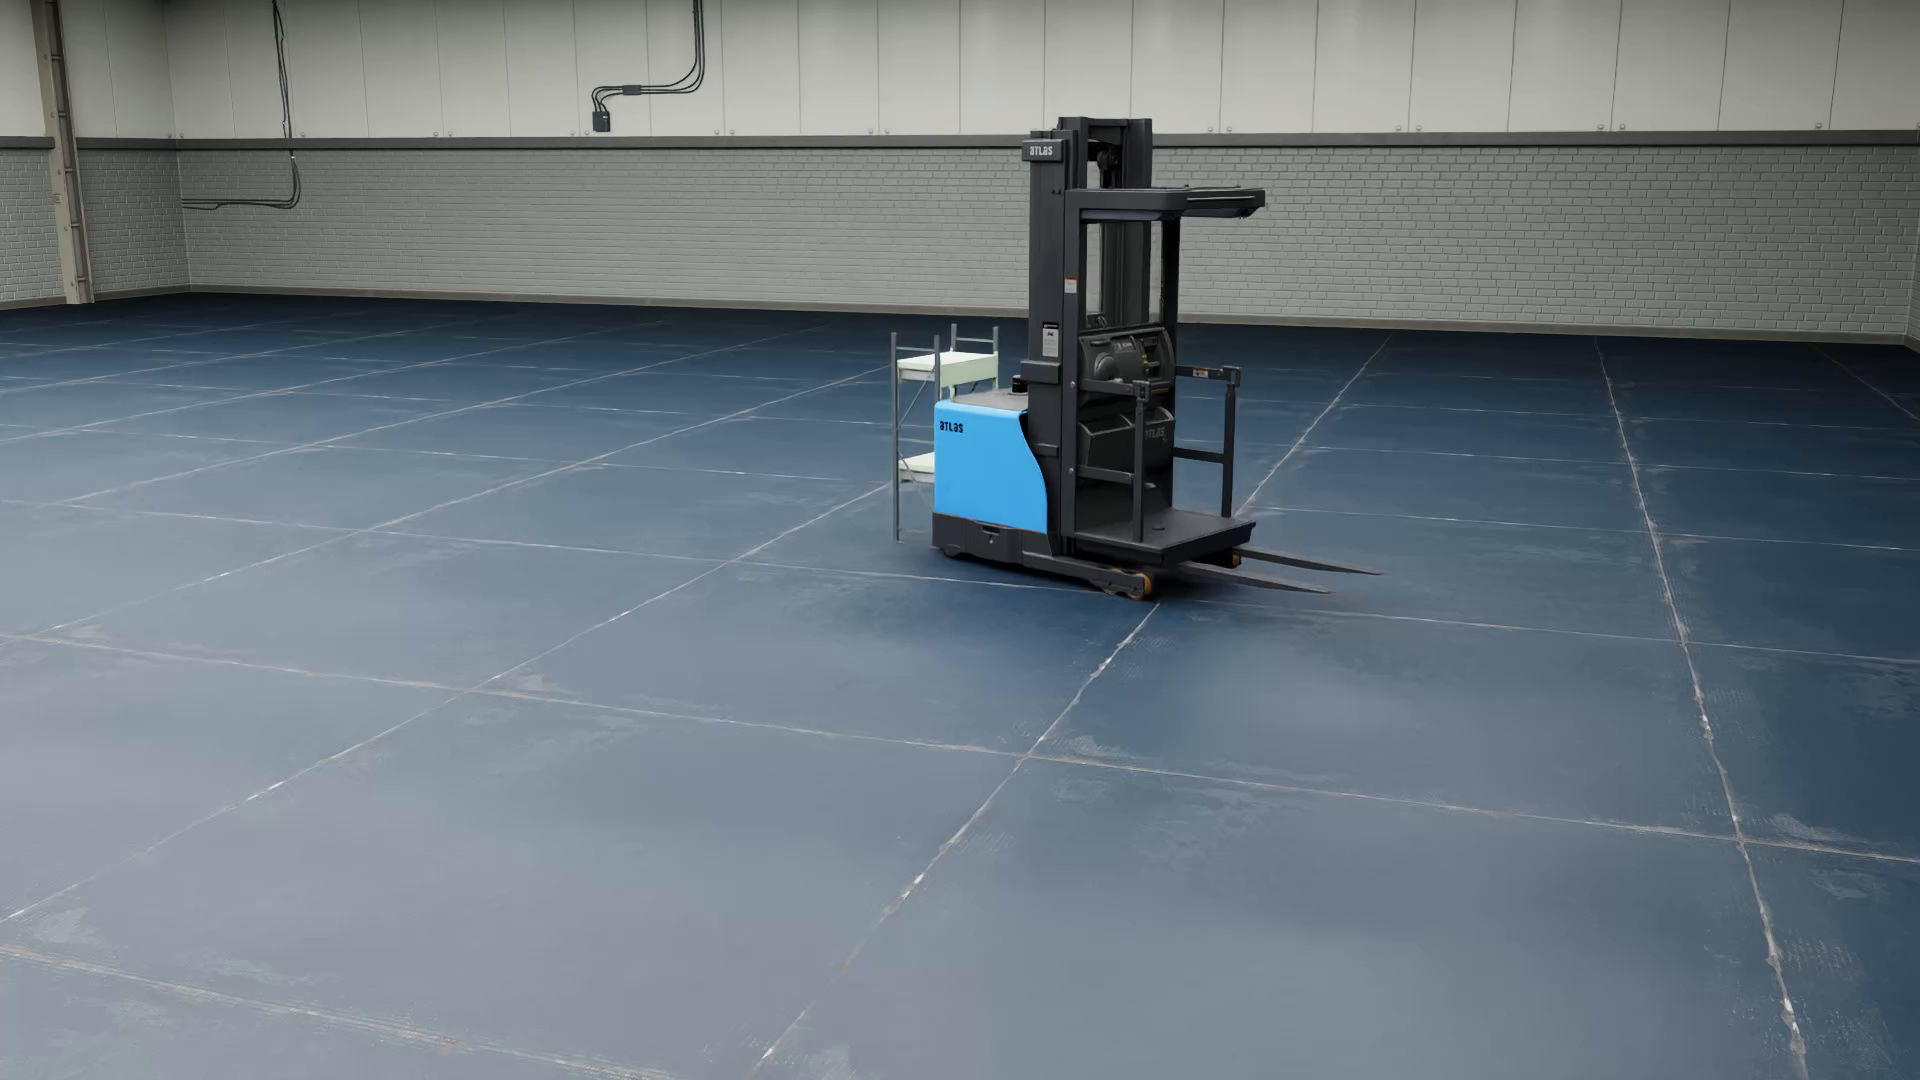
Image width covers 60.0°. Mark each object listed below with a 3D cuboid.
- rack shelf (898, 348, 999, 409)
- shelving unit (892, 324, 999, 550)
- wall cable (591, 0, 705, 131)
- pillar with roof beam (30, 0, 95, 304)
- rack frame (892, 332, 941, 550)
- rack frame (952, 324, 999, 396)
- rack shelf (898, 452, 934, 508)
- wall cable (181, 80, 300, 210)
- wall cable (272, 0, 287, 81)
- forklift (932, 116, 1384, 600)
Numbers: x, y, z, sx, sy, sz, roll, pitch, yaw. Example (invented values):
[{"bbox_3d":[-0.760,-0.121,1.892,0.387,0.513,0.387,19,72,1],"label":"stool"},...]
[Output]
[{"bbox_3d":[-0.099,-1.138,11.850,0.431,0.370,0.720,9,15,34],"label":"rack shelf"},{"bbox_3d":[-0.099,-0.758,11.937,0.431,1.500,0.755,9,15,34],"label":"shelving unit"},{"bbox_3d":[-5.699,-10.430,29.820,2.305,6.003,0.169,4,14,18],"label":"wall cable"},{"bbox_3d":[-12.808,-8.624,29.549,9.100,9.000,0.400,4,14,18],"label":"pillar with roof beam"},{"bbox_3d":[-0.306,-0.691,11.643,0.400,1.500,0.023,9,15,34],"label":"rack frame"},{"bbox_3d":[0.109,-0.825,12.231,0.400,1.500,0.023,9,15,34],"label":"rack frame"},{"bbox_3d":[-0.099,-0.440,12.010,0.431,0.370,0.720,9,15,34],"label":"rack shelf"},{"bbox_3d":[-14.677,-7.945,33.553,3.097,2.526,0.112,4,14,18],"label":"wall cable"},{"bbox_3d":[-12.117,-10.213,32.138,3.097,2.526,0.112,4,14,18],"label":"wall cable"},{"bbox_3d":[1.238,-1.187,10.602,3.031,2.935,1.130,11,17,41],"label":"forklift"}]
